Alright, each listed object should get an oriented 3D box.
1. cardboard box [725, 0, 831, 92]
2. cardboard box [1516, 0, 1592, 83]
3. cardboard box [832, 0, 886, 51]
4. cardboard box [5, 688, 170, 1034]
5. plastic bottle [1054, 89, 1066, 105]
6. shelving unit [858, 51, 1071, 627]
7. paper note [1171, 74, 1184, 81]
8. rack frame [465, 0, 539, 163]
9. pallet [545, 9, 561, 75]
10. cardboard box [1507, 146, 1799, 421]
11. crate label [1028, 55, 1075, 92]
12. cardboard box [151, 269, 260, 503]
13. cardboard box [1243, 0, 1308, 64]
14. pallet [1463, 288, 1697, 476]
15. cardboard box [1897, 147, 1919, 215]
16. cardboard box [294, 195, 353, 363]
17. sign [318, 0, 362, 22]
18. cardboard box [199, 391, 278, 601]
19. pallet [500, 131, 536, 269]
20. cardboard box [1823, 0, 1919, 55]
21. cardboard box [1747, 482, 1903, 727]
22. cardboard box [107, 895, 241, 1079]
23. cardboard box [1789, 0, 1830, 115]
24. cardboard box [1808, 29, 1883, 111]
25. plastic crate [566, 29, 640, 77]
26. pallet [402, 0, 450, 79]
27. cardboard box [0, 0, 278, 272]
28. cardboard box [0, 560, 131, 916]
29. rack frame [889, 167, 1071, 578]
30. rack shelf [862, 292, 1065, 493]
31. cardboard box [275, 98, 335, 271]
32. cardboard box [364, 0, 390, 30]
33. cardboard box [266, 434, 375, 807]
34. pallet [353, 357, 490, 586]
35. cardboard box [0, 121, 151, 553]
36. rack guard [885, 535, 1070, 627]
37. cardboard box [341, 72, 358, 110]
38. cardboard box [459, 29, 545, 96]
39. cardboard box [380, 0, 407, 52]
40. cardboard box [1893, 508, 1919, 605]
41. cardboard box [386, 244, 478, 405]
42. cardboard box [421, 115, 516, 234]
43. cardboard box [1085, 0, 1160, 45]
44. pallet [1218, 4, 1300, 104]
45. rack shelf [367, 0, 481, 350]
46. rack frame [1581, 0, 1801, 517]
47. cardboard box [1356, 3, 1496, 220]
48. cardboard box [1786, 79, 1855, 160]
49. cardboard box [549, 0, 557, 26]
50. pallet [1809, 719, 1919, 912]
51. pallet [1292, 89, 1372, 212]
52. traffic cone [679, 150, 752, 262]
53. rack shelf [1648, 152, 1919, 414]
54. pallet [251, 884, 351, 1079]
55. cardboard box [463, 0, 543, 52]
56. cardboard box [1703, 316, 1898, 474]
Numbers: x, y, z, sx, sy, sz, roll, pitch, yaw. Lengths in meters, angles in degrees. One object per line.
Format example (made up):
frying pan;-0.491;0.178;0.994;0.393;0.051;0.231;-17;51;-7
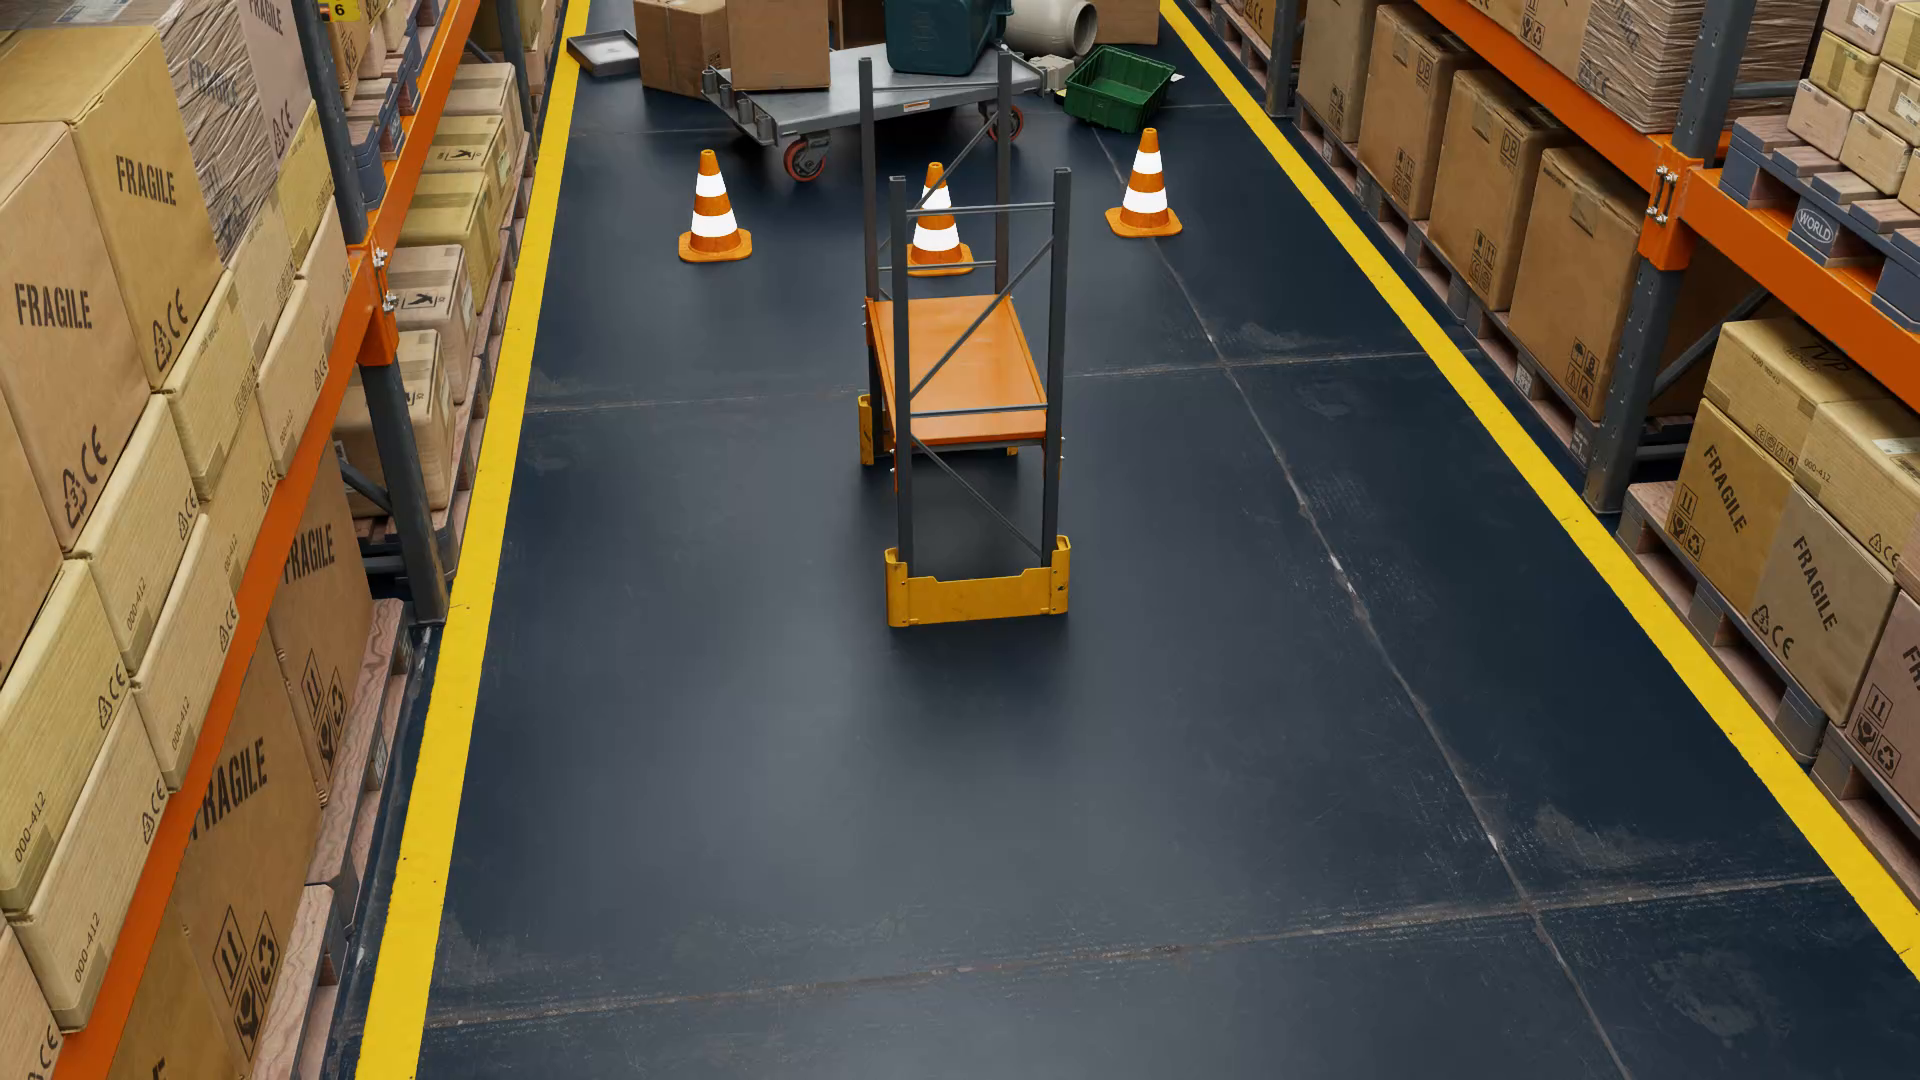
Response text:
cardboard box;-0.936;-2.627;8.488;0.500;0.500;0.500;-4;35;-6
cardboard box;2.342;-1.945;5.852;0.500;0.500;0.500;-4;35;-6
cardboard box;-0.355;-3.142;9.793;0.797;0.637;0.503;-4;35;-6
cardboard box;-1.541;0.490;2.501;0.500;0.250;0.500;-5;35;-7
plastic bottle;0.663;-2.452;9.294;0.133;0.061;0.283;-24;41;-30
shelving unit;-0.010;-0.662;5.390;0.587;1.500;1.083;-4;35;-6
paper note;1.208;-2.706;9.694;0.142;0.020;0.147;27;43;34
rack frame;-2.696;-3.195;7.775;1.000;3.000;0.127;-4;35;-6
pallet;-2.988;-3.097;10.107;1.003;0.211;1.213;-4;35;-6
cardboard box;2.741;-0.985;6.156;1.050;0.750;0.750;-5;35;-7
crate label;0.518;-2.695;9.583;0.250;0.136;0.298;27;43;34
cardboard box;-1.679;-0.287;3.196;0.500;0.250;0.500;-5;35;-8
cardboard box;2.181;-3.278;9.411;0.875;0.875;0.875;-4;34;-6
pallet;2.703;-0.688;6.572;1.003;0.211;1.213;-4;35;-6
cardboard box;2.667;-0.899;4.255;0.380;0.149;0.250;-3;34;-4
cardboard box;-1.832;-0.638;4.156;0.500;0.250;0.500;-6;35;-8
sign;-1.608;-1.485;4.238;0.100;0.325;0.005;-4;35;-6
cardboard box;-1.696;-0.072;3.326;0.500;0.250;0.500;-5;35;-7
pallet;-2.589;-1.608;7.923;1.003;0.211;1.213;-4;35;-6
cardboard box;2.605;-1.435;4.514;0.380;0.149;0.250;-4;35;-6
cardboard box;2.647;0.160;4.699;0.500;0.500;0.500;-4;34;-6
cardboard box;-1.911;1.130;2.942;0.875;0.875;0.875;-3;34;-5
cardboard box;2.941;-1.707;5.502;0.500;0.500;0.500;-4;34;-6
cardboard box;2.600;-1.302;4.583;0.380;0.149;0.250;-3;34;-4
plastic crate;-2.094;-2.927;9.974;0.402;0.080;0.583;-16;38;-23
pallet;-2.464;-1.985;6.170;1.003;0.211;1.213;-4;35;-6
cardboard box;-1.752;-0.863;3.376;0.500;0.500;0.500;-4;34;-6
cardboard box;-1.539;0.285;2.357;0.500;0.250;0.500;-4;34;-6
rack frame;0.057;-0.384;4.981;0.500;1.500;0.032;-4;35;-6
rack shelf;-0.011;-0.519;5.499;0.538;0.185;1.000;-4;35;-6
cardboard box;-1.841;-0.857;4.032;0.500;0.250;0.500;-4;35;-7
cardboard box;-2.066;-1.860;5.089;0.500;0.500;0.500;-3;34;-4
cardboard box;-2.147;0.133;4.405;0.875;0.875;0.875;-5;35;-7
pallet;-2.261;-0.247;5.925;1.003;0.211;1.213;-4;35;-6
cardboard box;-1.631;-0.302;2.554;0.500;0.500;0.500;-5;35;-7
rack guard;0.057;0.132;5.334;0.587;0.250;0.087;-4;35;-6
cardboard box;-2.022;-1.388;4.974;0.380;0.149;0.250;-6;35;-9
cardboard box;-2.507;-2.582;8.944;0.500;0.250;0.500;-6;35;-9
cardboard box;-2.029;-1.700;5.431;0.380;0.149;0.250;-4;34;-6
cardboard box;2.709;0.119;4.093;0.500;0.250;0.500;-4;34;-6
cardboard box;-2.331;-0.778;6.188;0.950;0.372;0.625;-5;35;-7
cardboard box;-2.522;-1.589;7.379;0.950;0.372;0.625;-2;34;-3
cardboard box;0.970;-3.383;10.268;0.500;0.500;0.500;1;34;2
pallet;2.171;-2.904;9.824;1.003;0.211;1.213;-4;35;-6
rack shelf;-2.427;-1.782;6.340;1.077;0.370;4.000;-4;35;-6
rack frame;2.734;-1.394;5.132;1.000;3.000;0.127;-4;35;-6
cardboard box;2.495;-1.992;7.634;1.050;0.750;0.750;-4;35;-6
cardboard box;2.594;-1.199;4.696;0.380;0.149;0.250;-5;35;-7
cardboard box;-2.664;-3.175;9.814;0.500;0.250;0.500;-5;35;-7
pallet;2.998;0.874;4.281;1.003;0.211;1.213;-4;35;-6
pallet;2.374;-2.049;8.570;1.003;0.211;1.213;-4;35;-6
traffic cone;-1.141;-1.561;7.629;0.336;0.463;0.334;-4;35;-6
rack shelf;3.003;0.019;3.697;1.077;0.370;4.000;-4;35;-6
pallet;-1.965;1.314;3.634;1.003;0.211;1.213;-4;35;-6
cardboard box;-2.507;-2.892;8.733;0.500;0.500;0.500;-3;34;-4
cardboard box;2.587;-0.442;4.915;0.500;0.250;0.500;-6;35;-9
